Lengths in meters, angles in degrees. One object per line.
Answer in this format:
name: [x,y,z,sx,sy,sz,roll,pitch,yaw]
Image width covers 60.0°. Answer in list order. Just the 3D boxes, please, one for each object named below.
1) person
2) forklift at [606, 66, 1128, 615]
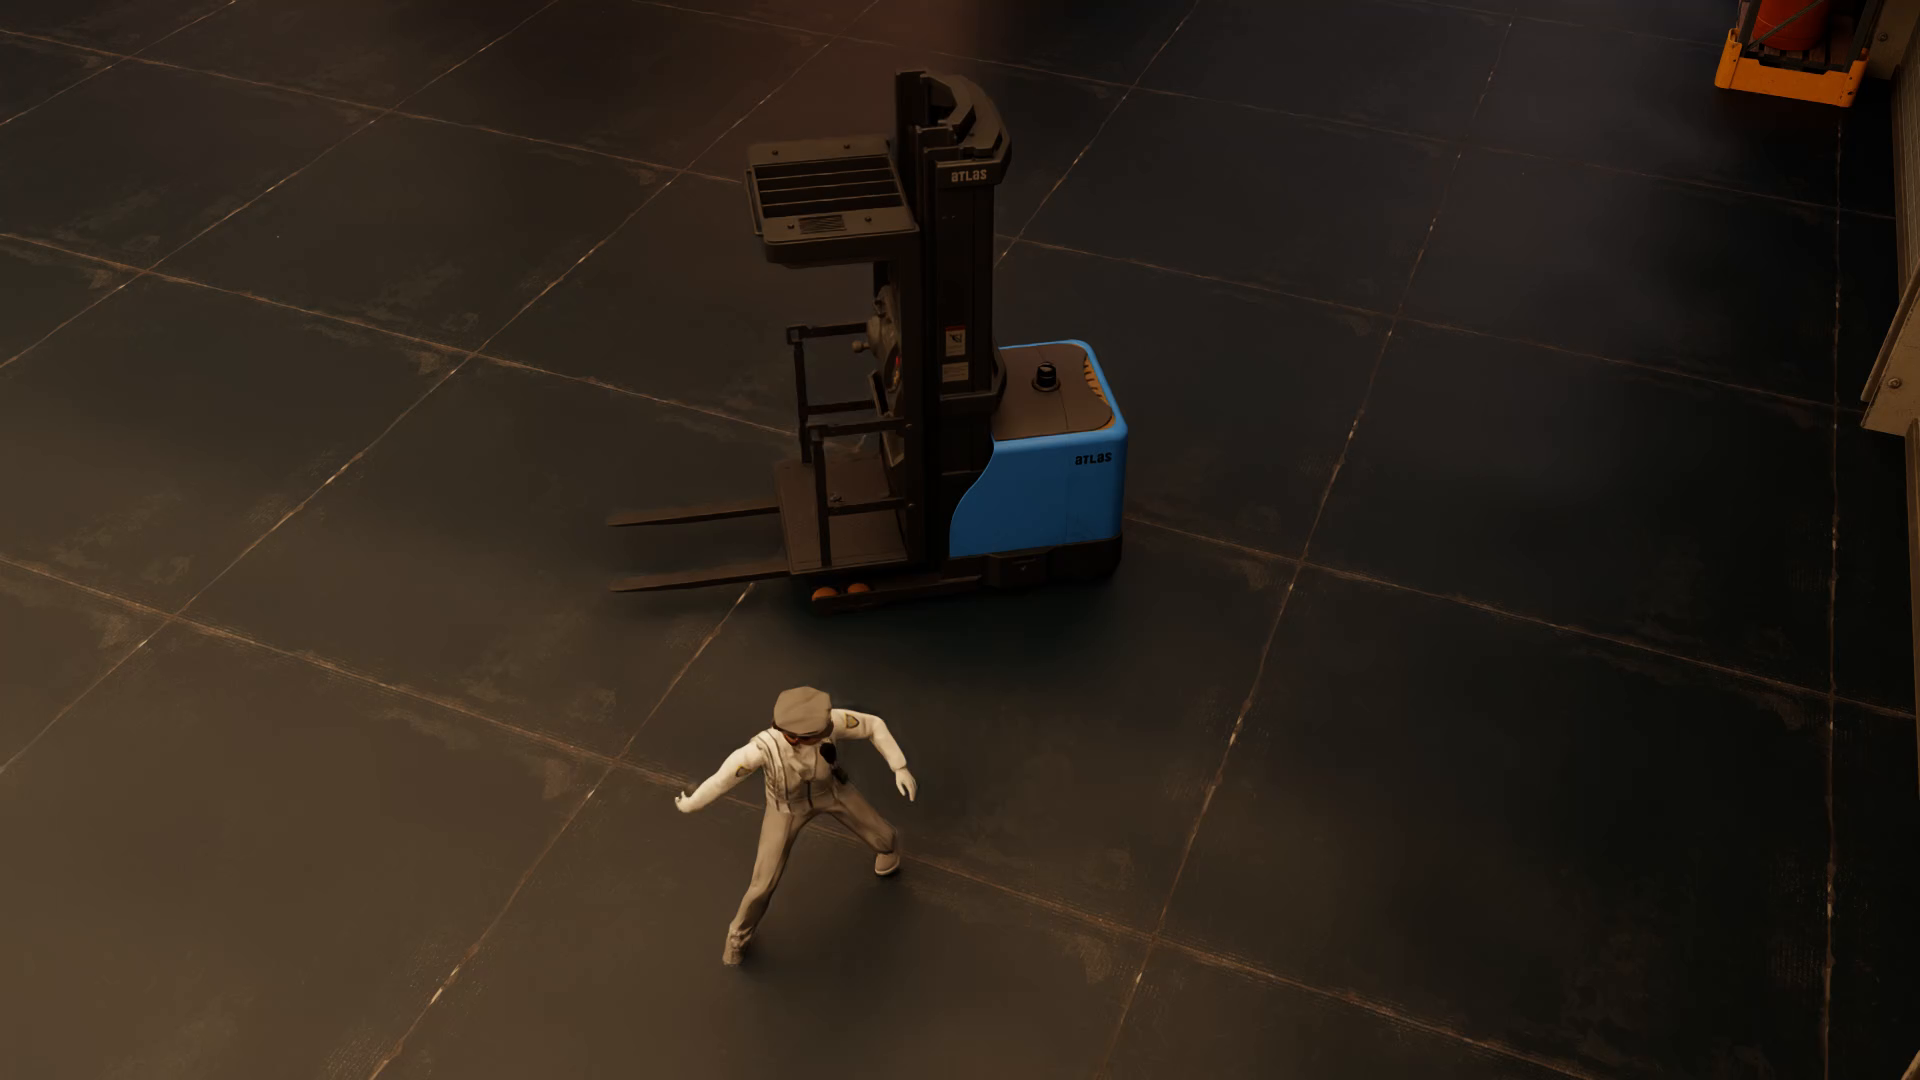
person: [-0.748,1.268,7.675,1.052,1.608,0.513,-13,42,-15]
forklift: [-0.600,-1.051,9.262,3.031,2.935,1.130,-7,40,-8]
